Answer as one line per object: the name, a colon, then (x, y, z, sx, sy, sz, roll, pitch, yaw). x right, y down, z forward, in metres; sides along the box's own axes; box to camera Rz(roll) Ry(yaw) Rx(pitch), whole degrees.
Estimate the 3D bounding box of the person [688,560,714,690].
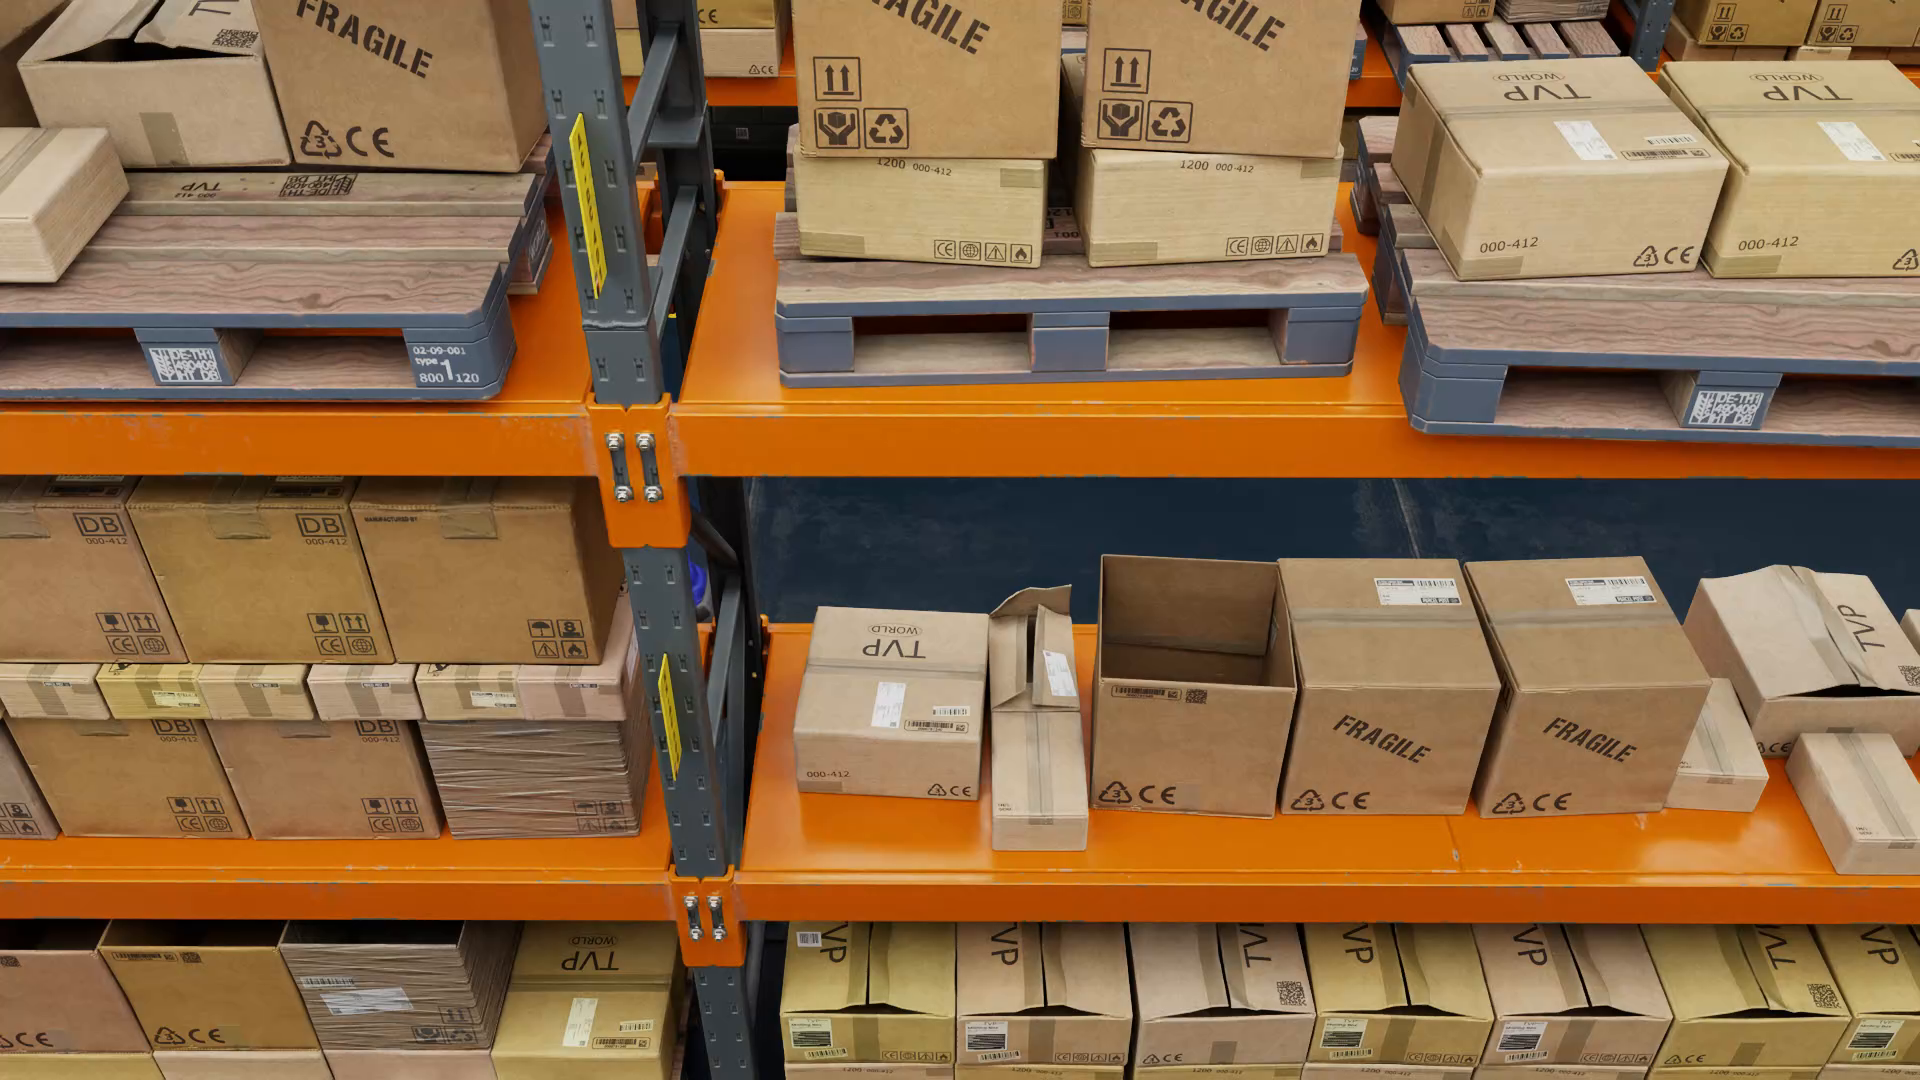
person: (-1.271, 0.283, 6.505, 0.812, 0.810, 0.480, 0, 40, 0)
